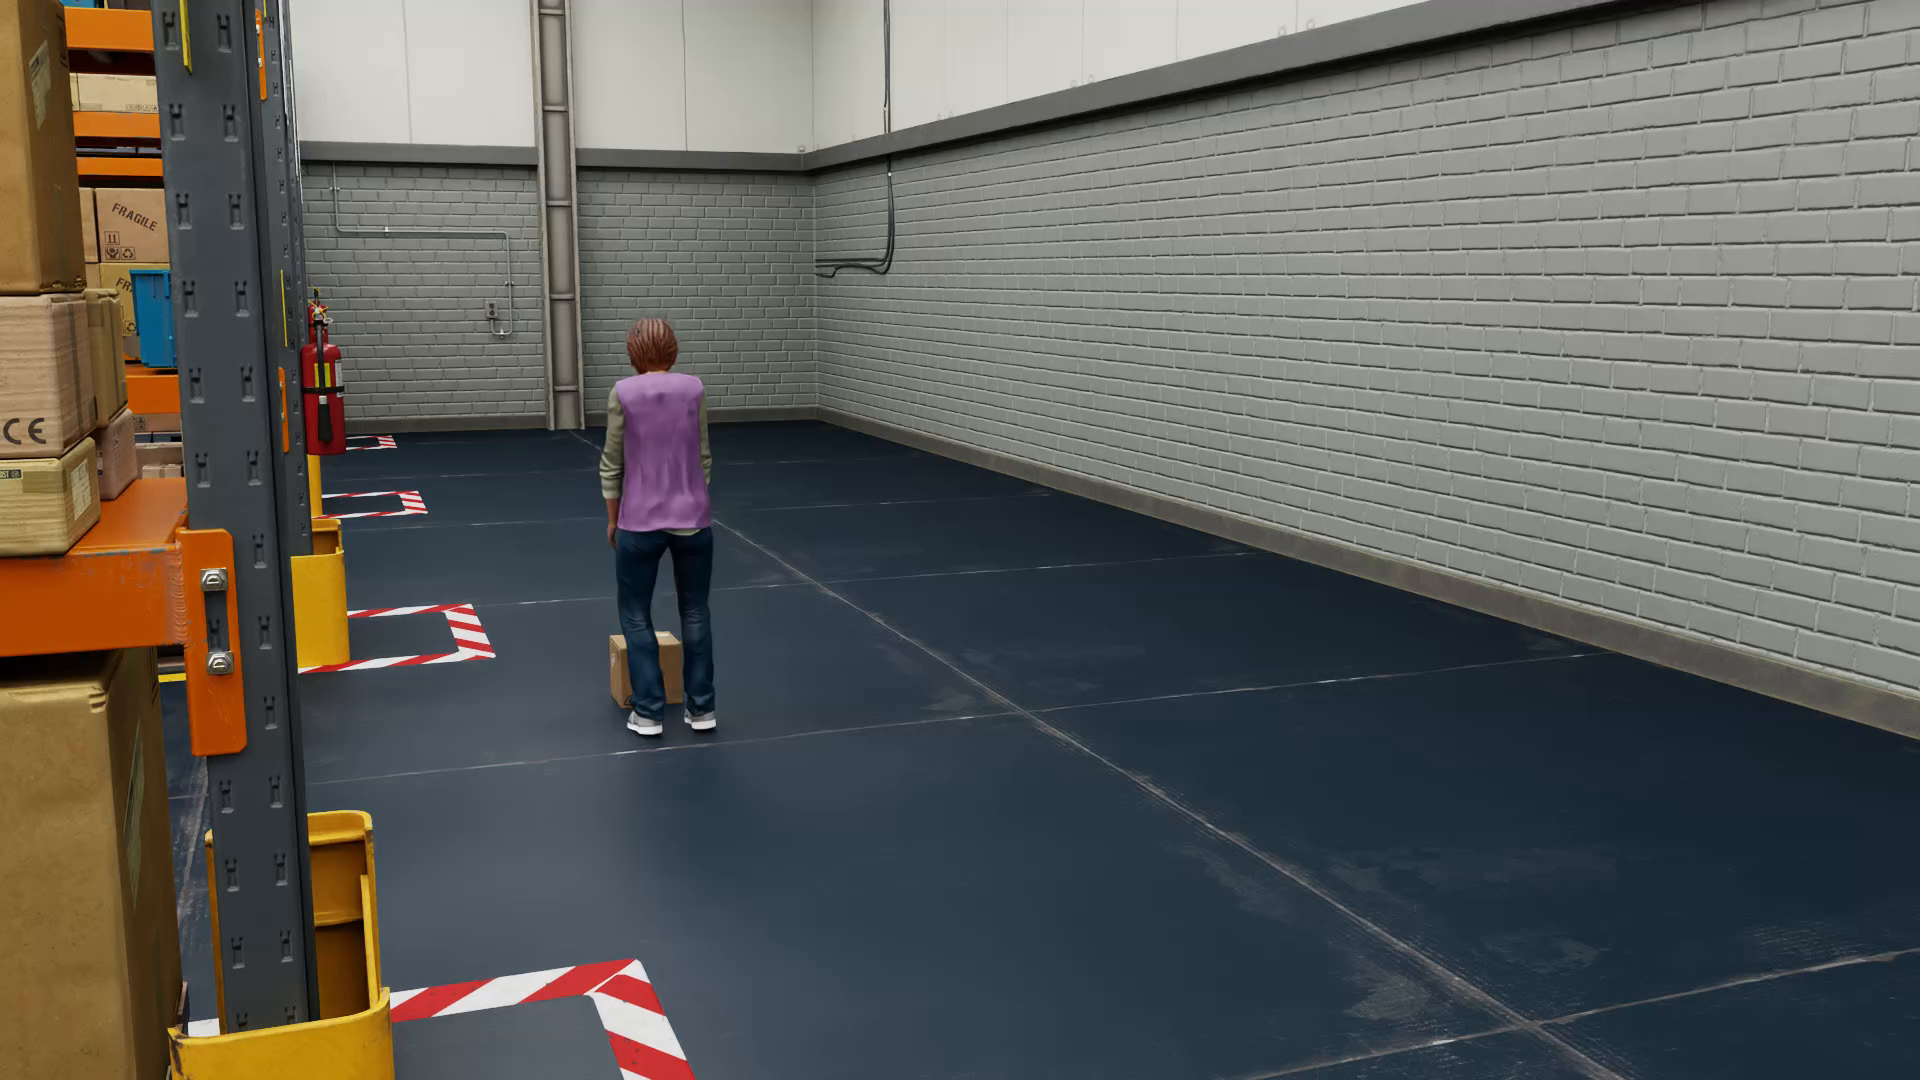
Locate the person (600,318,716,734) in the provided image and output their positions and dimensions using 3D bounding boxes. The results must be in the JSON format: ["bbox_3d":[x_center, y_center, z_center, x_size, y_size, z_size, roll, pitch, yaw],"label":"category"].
[{"bbox_3d":[-1.139,-0.036,6.279,0.420,1.556,0.353,-3,10,-20],"label":"person"}]
